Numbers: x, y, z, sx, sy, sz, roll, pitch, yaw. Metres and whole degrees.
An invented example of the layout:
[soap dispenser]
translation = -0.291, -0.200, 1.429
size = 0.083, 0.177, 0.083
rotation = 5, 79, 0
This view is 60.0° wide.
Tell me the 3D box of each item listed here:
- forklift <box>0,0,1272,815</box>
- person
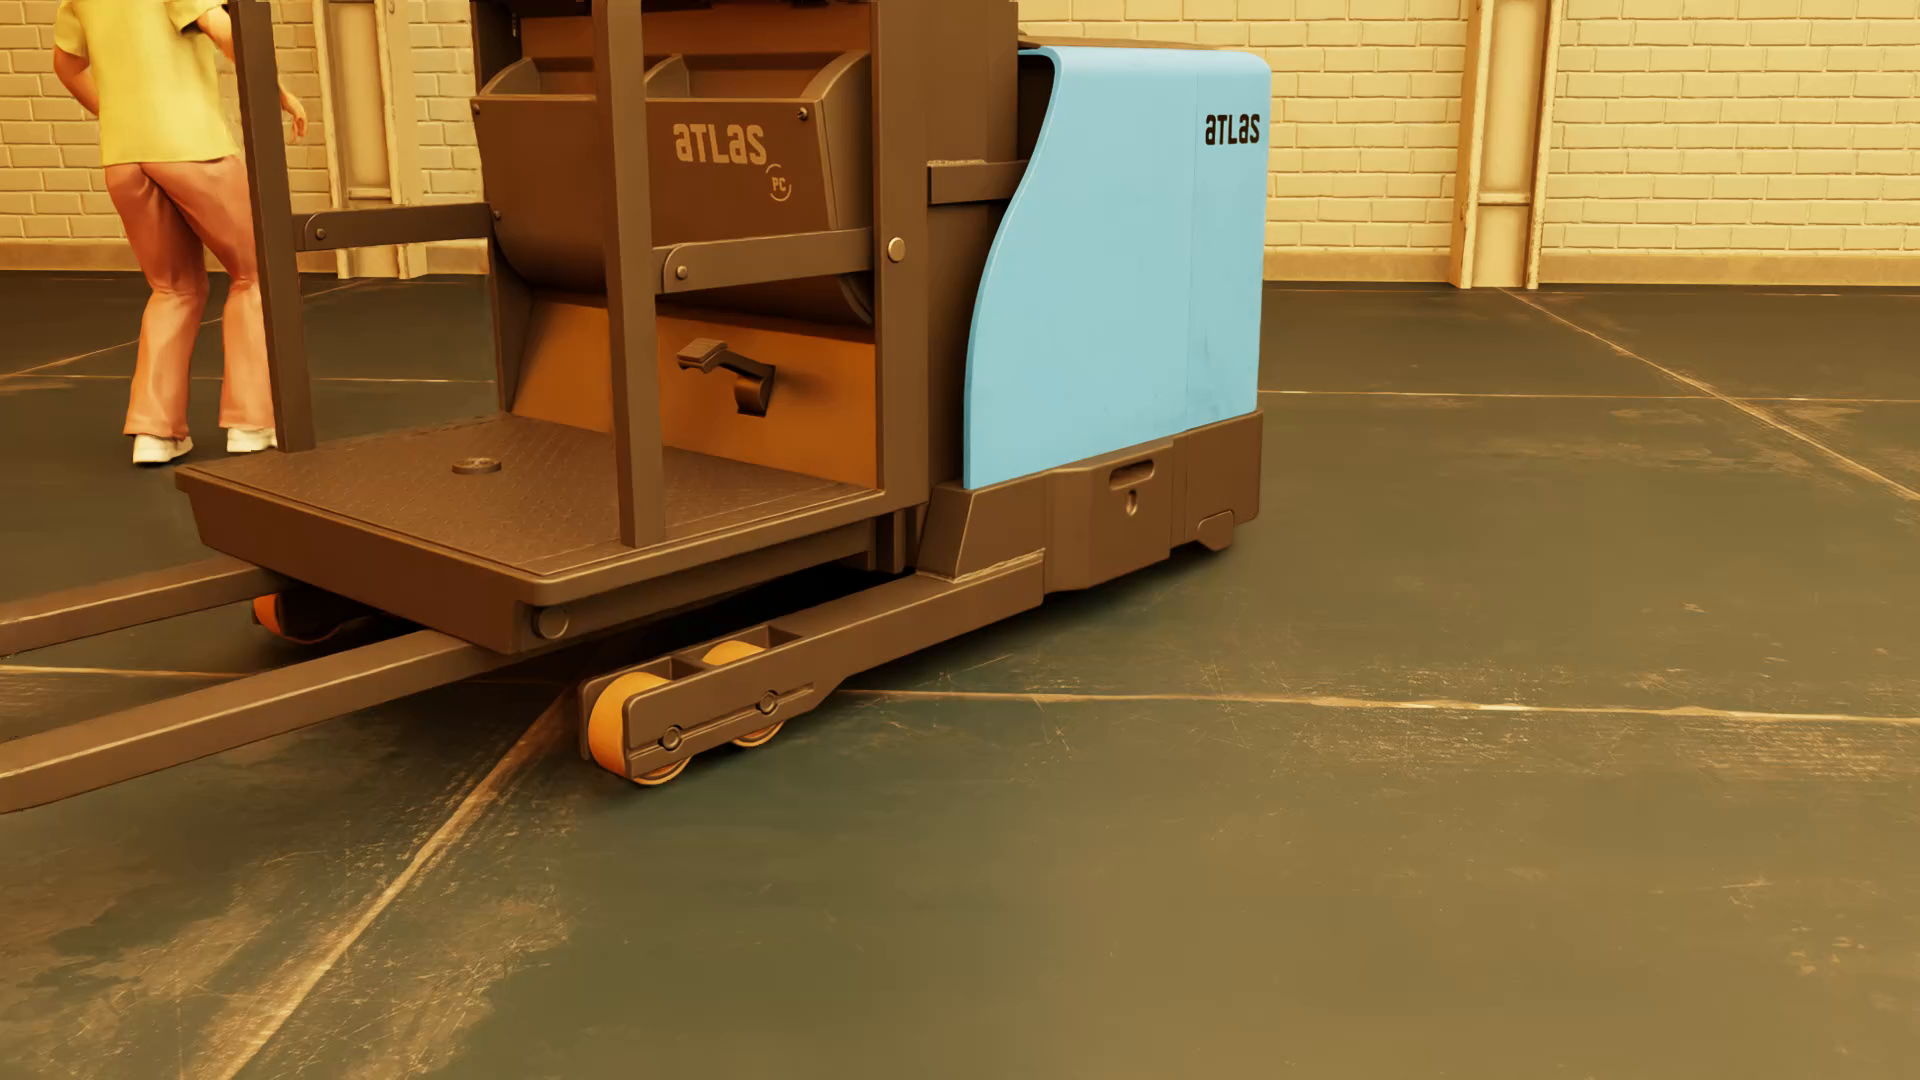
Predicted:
[forklift]
translation = -0.664, -1.198, 2.634
size = 1.130, 2.935, 3.031
rotation = 13, 20, 39
[person]
translation = -2.109, -1.010, 4.519
size = 0.692, 1.618, 0.488
rotation = 5, 16, 16
